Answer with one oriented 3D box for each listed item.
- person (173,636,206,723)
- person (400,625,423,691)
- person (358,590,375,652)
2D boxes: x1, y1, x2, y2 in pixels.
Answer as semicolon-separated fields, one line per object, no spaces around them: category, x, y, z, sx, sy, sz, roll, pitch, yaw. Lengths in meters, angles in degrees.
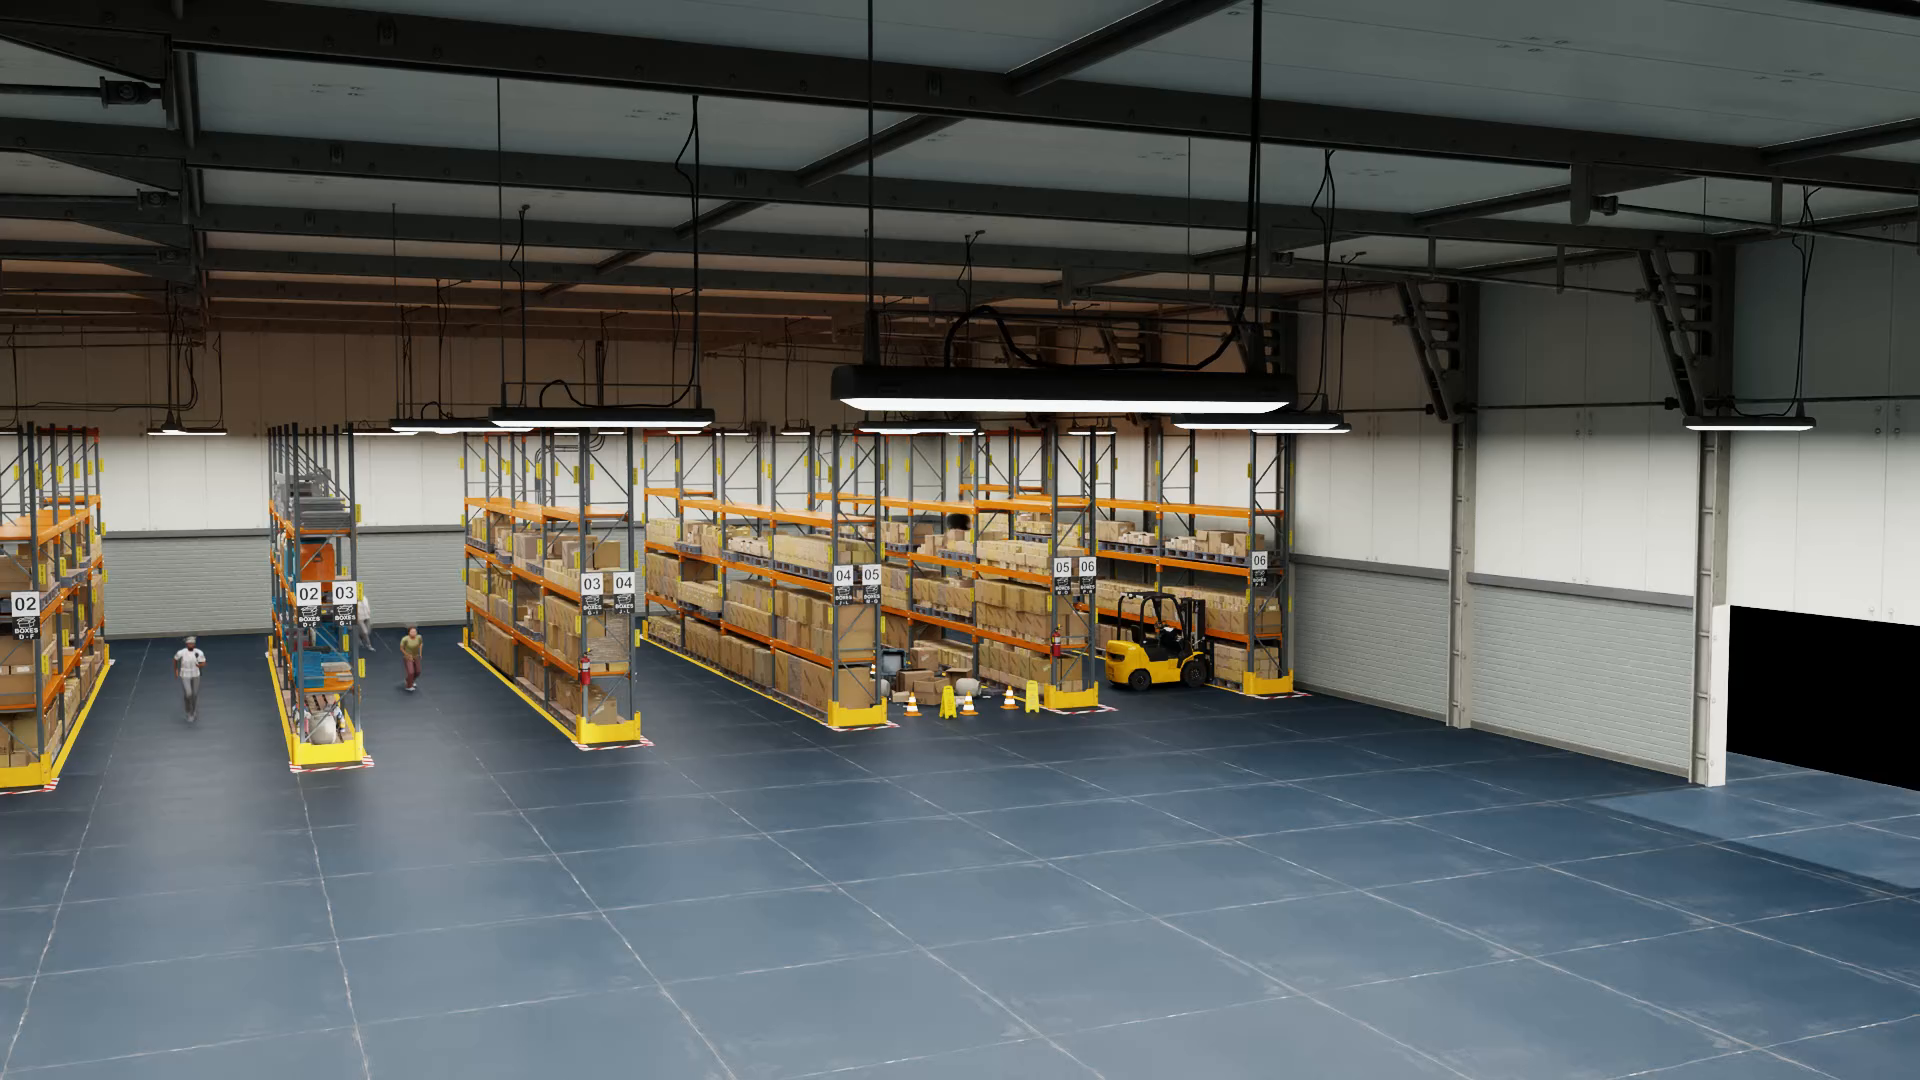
person;-15.629;2.815;33.776;0.562;1.749;0.848;-2;4;-36
person;-12.460;2.662;37.663;0.817;1.515;0.553;3;5;45
person;-16.169;2.126;44.801;0.881;1.750;0.650;3;4;37
